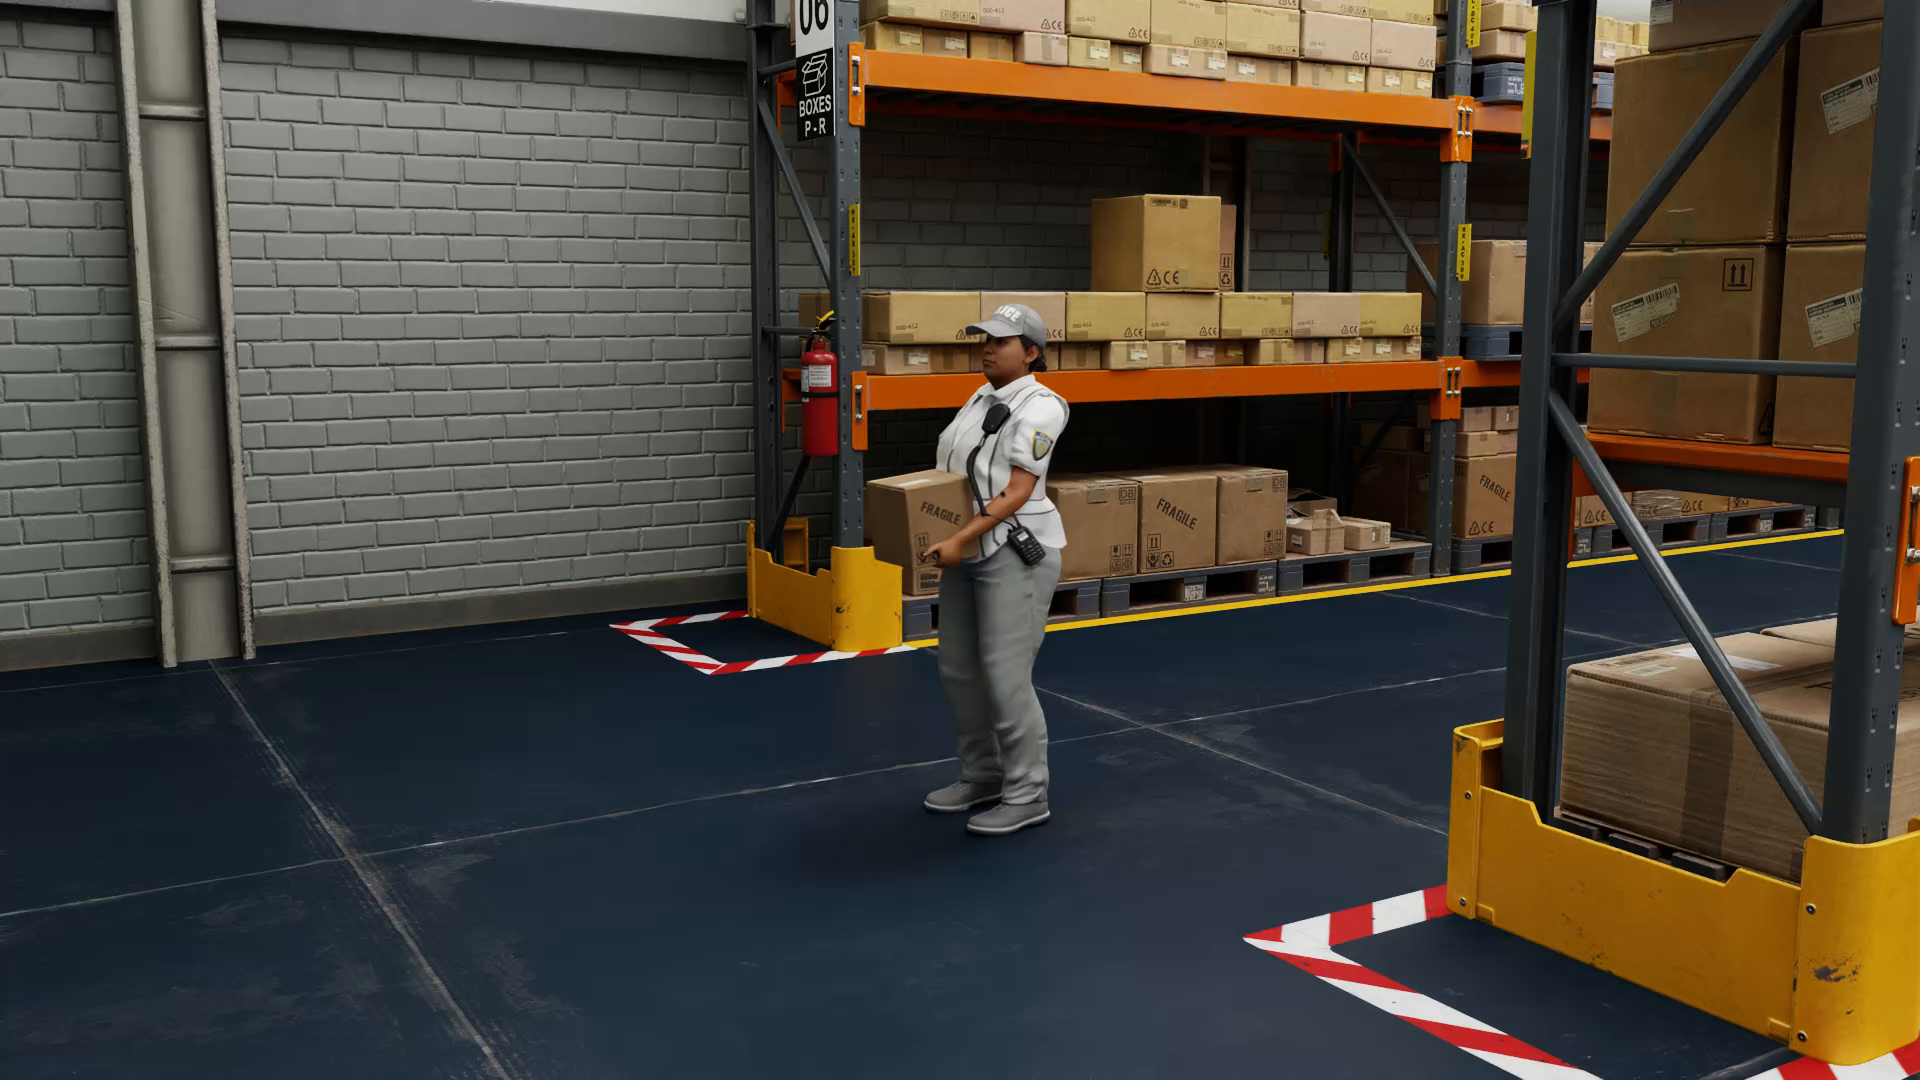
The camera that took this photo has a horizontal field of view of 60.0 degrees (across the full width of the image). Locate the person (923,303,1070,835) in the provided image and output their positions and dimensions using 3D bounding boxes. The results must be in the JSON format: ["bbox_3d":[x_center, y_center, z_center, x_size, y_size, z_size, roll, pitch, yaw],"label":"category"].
[{"bbox_3d":[0.056,0.085,5.269,0.541,1.653,0.453,-5,10,-31],"label":"person"}]
